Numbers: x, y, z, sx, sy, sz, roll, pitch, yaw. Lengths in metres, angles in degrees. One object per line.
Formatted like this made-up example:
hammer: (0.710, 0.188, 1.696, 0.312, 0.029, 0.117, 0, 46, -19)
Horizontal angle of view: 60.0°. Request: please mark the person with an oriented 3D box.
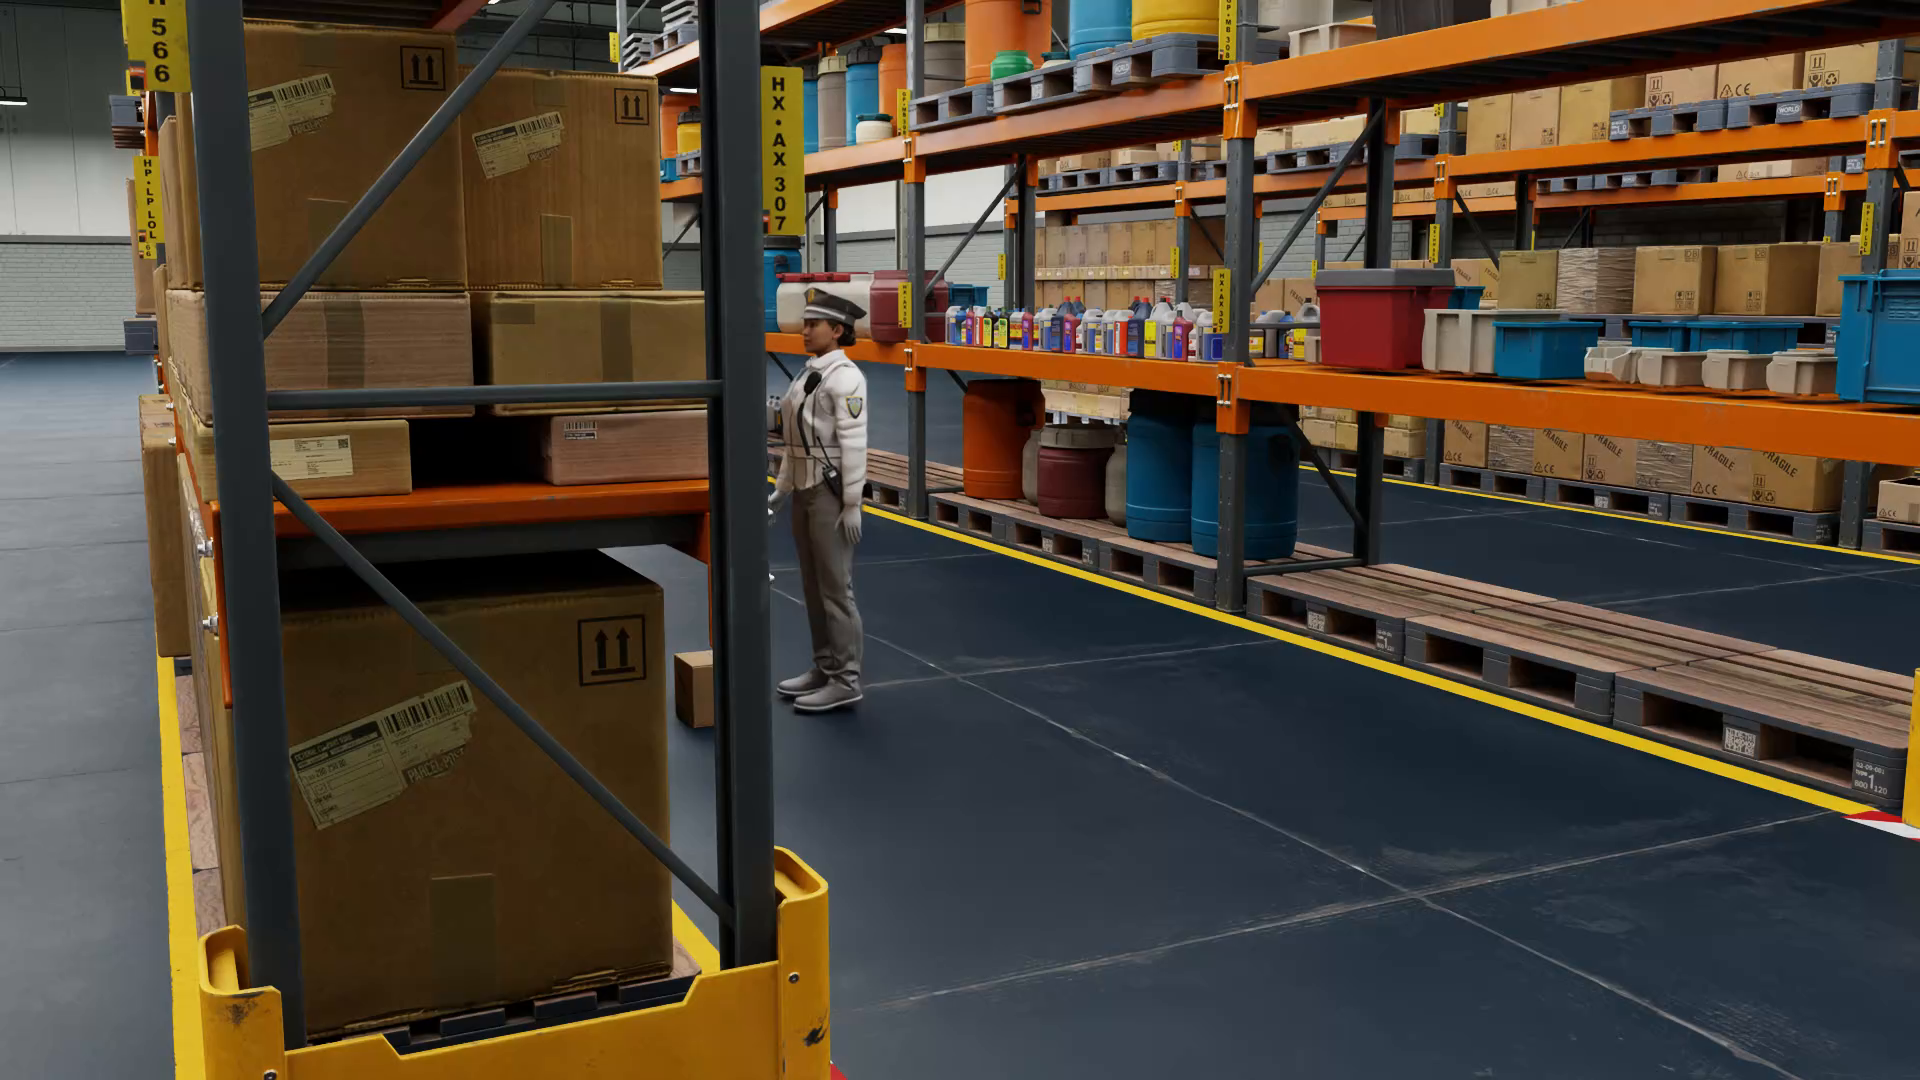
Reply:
person: (-0.567, -0.167, 6.749, 0.390, 1.703, 0.516, -4, 10, -26)
